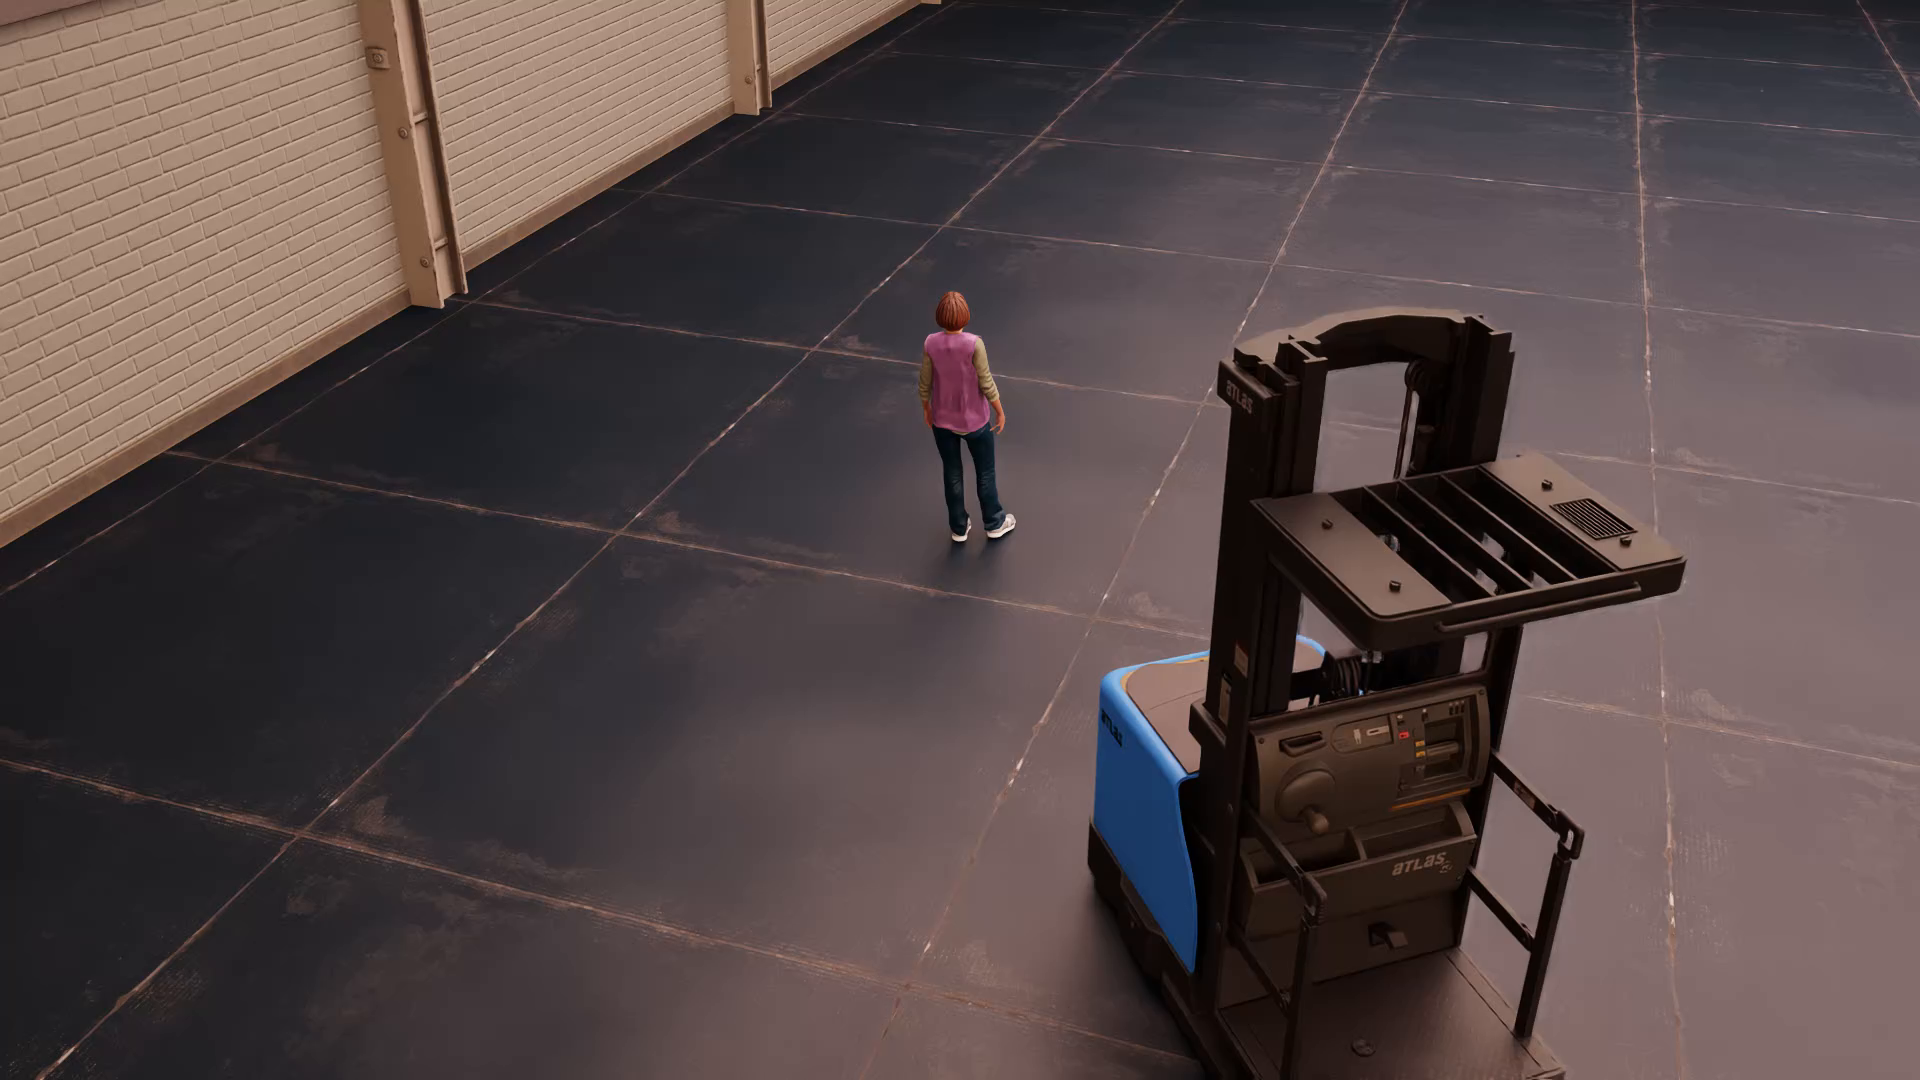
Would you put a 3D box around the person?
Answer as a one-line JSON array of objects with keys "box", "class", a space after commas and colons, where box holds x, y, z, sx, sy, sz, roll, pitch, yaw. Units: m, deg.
[{"box": [0.038, -0.733, 9.754, 0.520, 1.599, 0.473, 10, 31, 16], "class": "person"}]

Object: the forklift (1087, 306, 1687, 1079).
[{"box": [1.532, 0.821, 5.697, 1.130, 2.935, 3.031, -10, 31, -17], "class": "forklift"}]
